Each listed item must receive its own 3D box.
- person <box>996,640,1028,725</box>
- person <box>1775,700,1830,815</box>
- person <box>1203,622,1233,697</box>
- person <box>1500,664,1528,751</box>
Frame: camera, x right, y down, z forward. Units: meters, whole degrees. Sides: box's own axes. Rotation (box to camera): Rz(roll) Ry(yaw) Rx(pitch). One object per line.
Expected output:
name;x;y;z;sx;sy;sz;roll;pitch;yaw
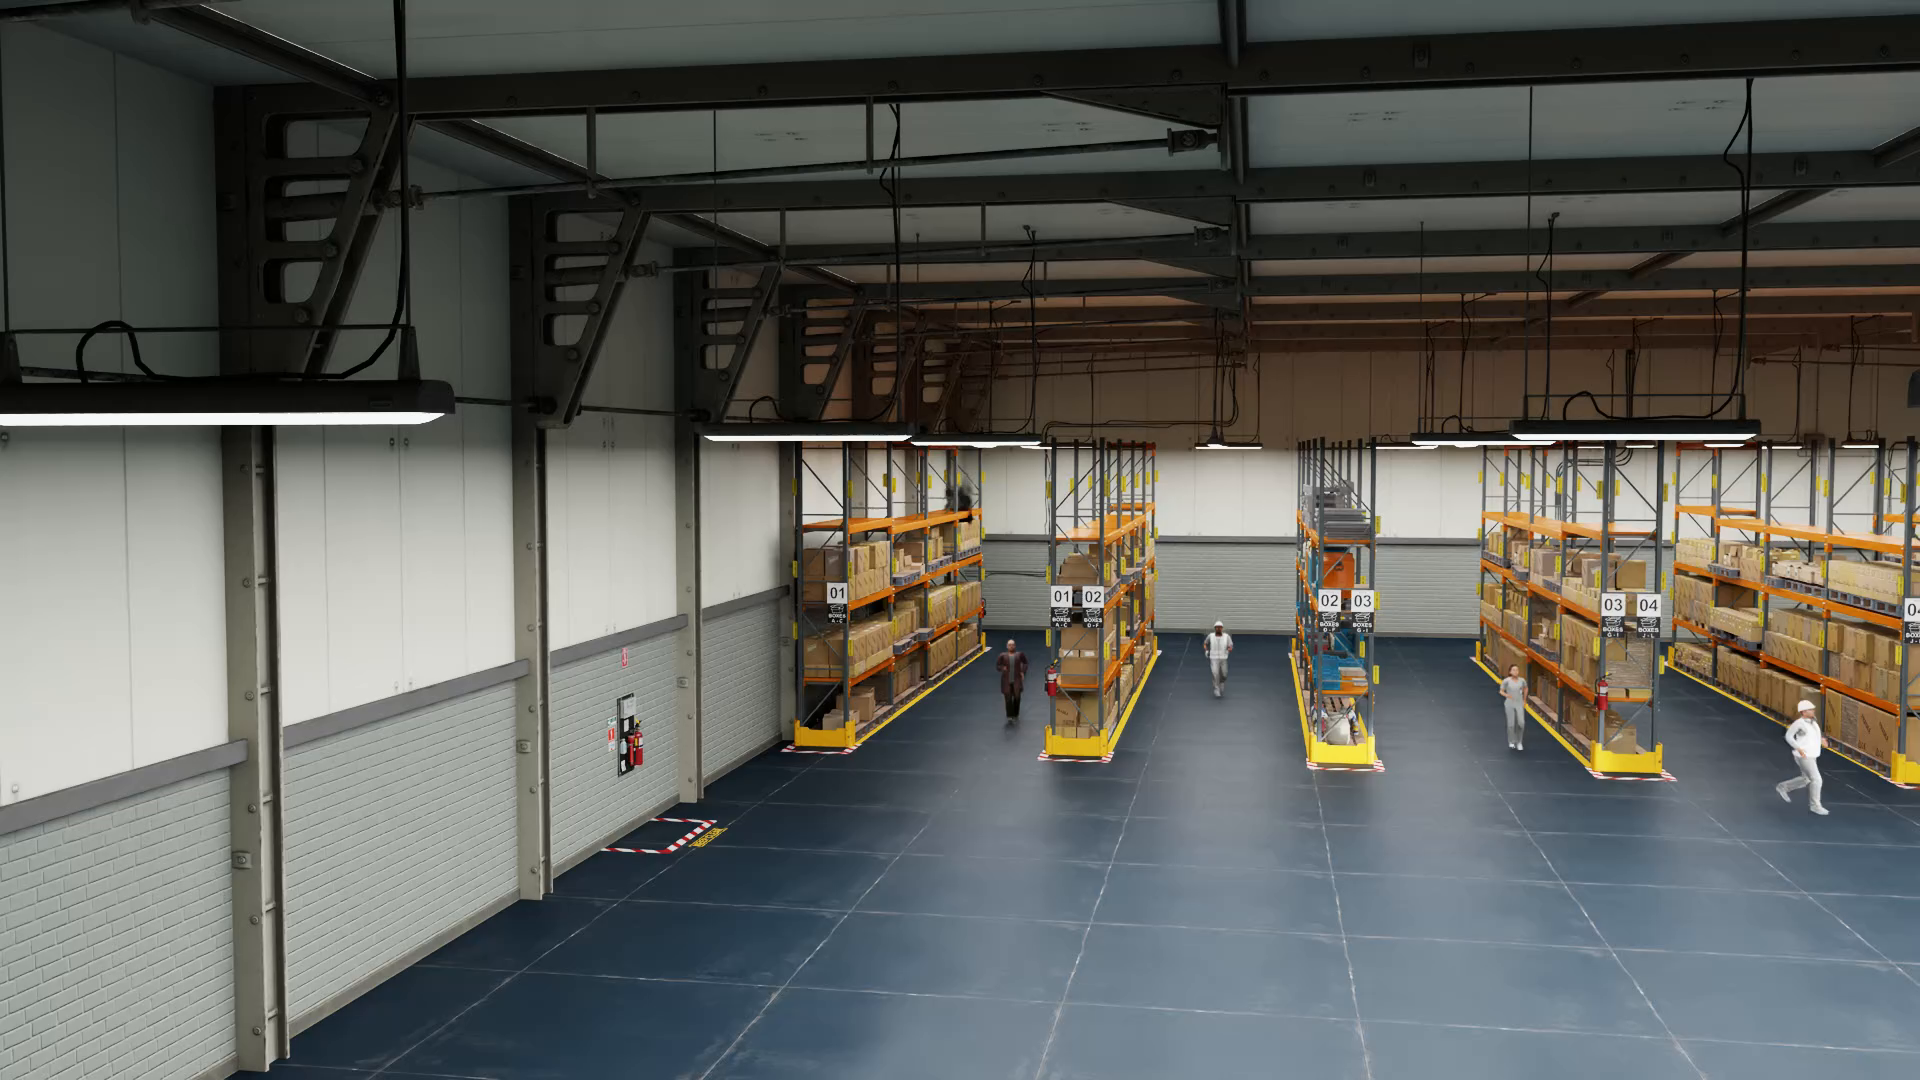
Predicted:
person;1.092;3.001;34.891;0.688;1.797;0.705;0;3;2
person;13.481;3.441;26.526;0.653;1.780;0.822;-3;4;-42
person;6.055;2.756;38.976;0.696;1.687;0.777;0;3;4
person;10.622;3.206;31.861;0.557;1.662;0.672;1;3;10
